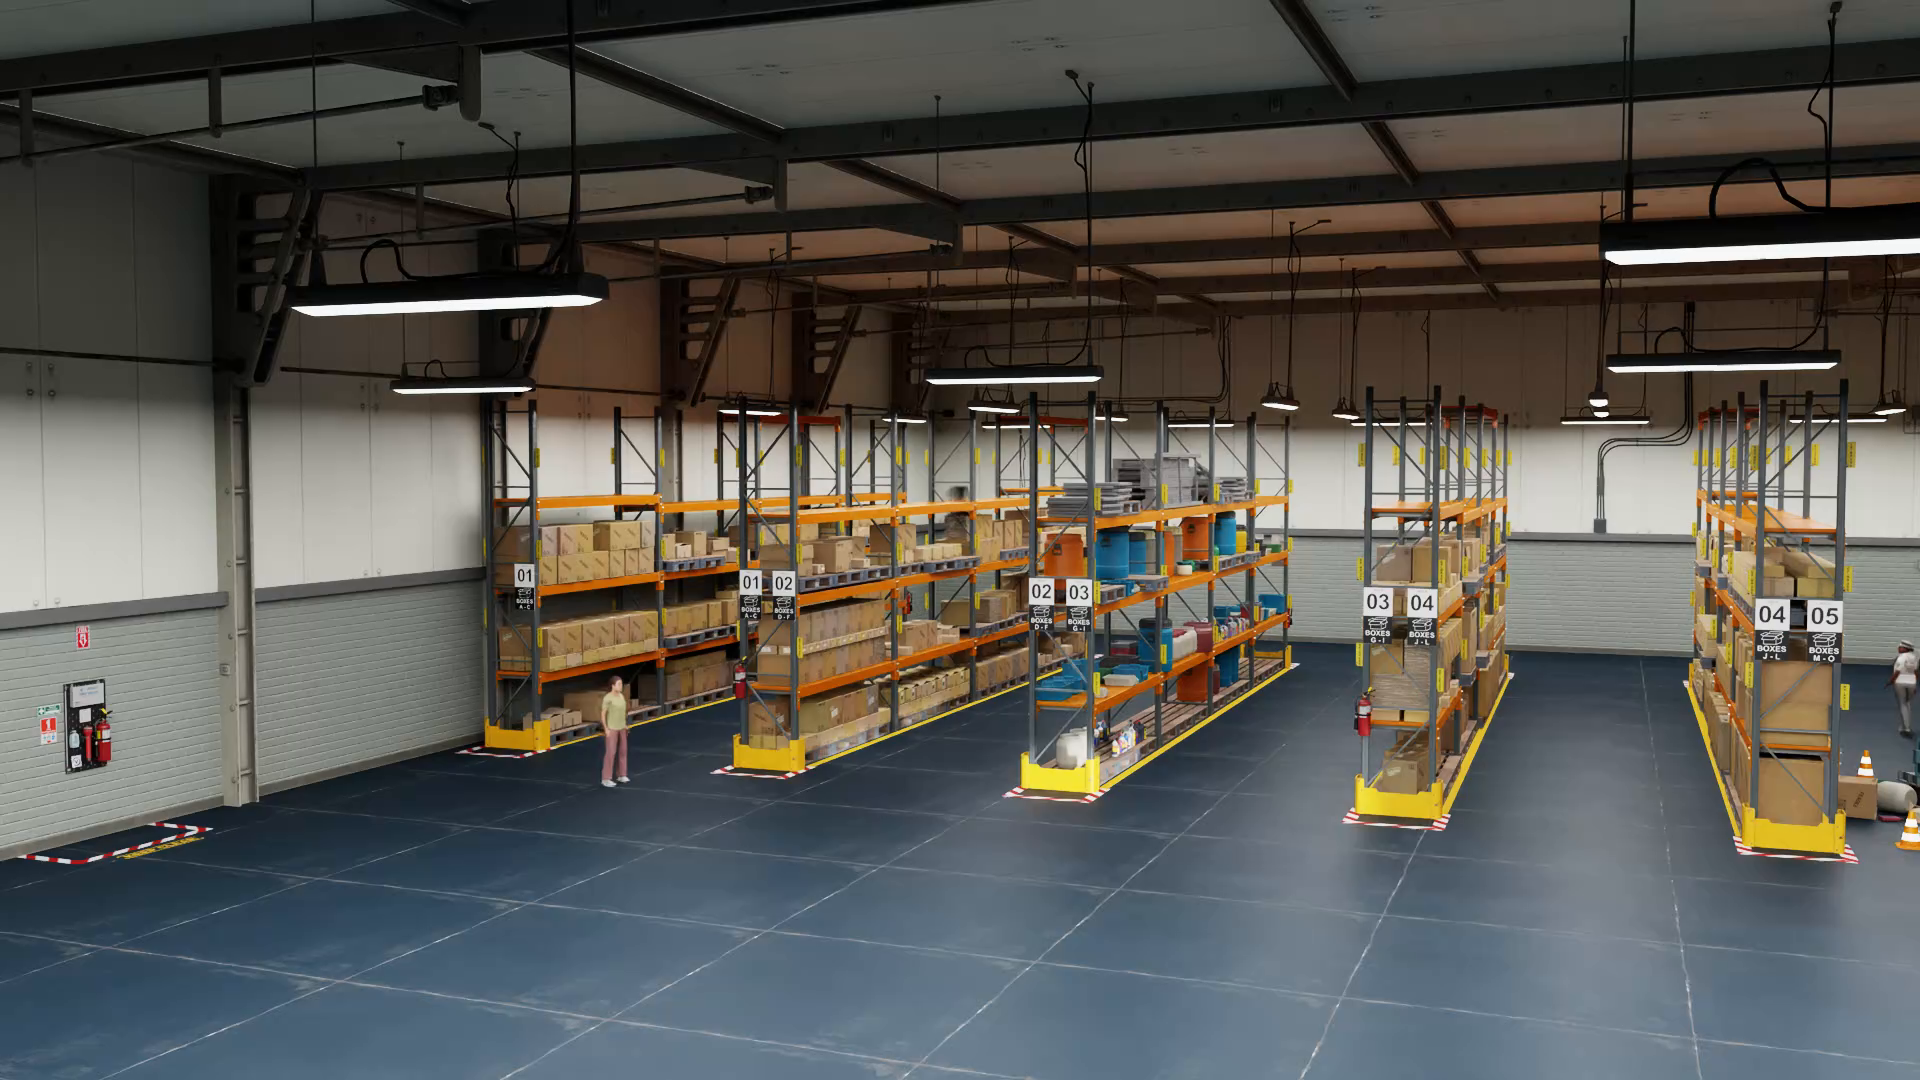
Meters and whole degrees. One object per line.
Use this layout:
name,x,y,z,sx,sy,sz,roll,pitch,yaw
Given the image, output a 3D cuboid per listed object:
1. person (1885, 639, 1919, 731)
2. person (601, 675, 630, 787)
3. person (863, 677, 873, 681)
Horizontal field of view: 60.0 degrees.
person,17.200,2.664,30.328,0.538,1.720,0.654,0,3,5
person,-5.286,2.919,25.554,0.335,1.683,0.505,2,3,32
person,-1.976,2.362,35.683,0.526,1.786,0.627,-1,3,-12
